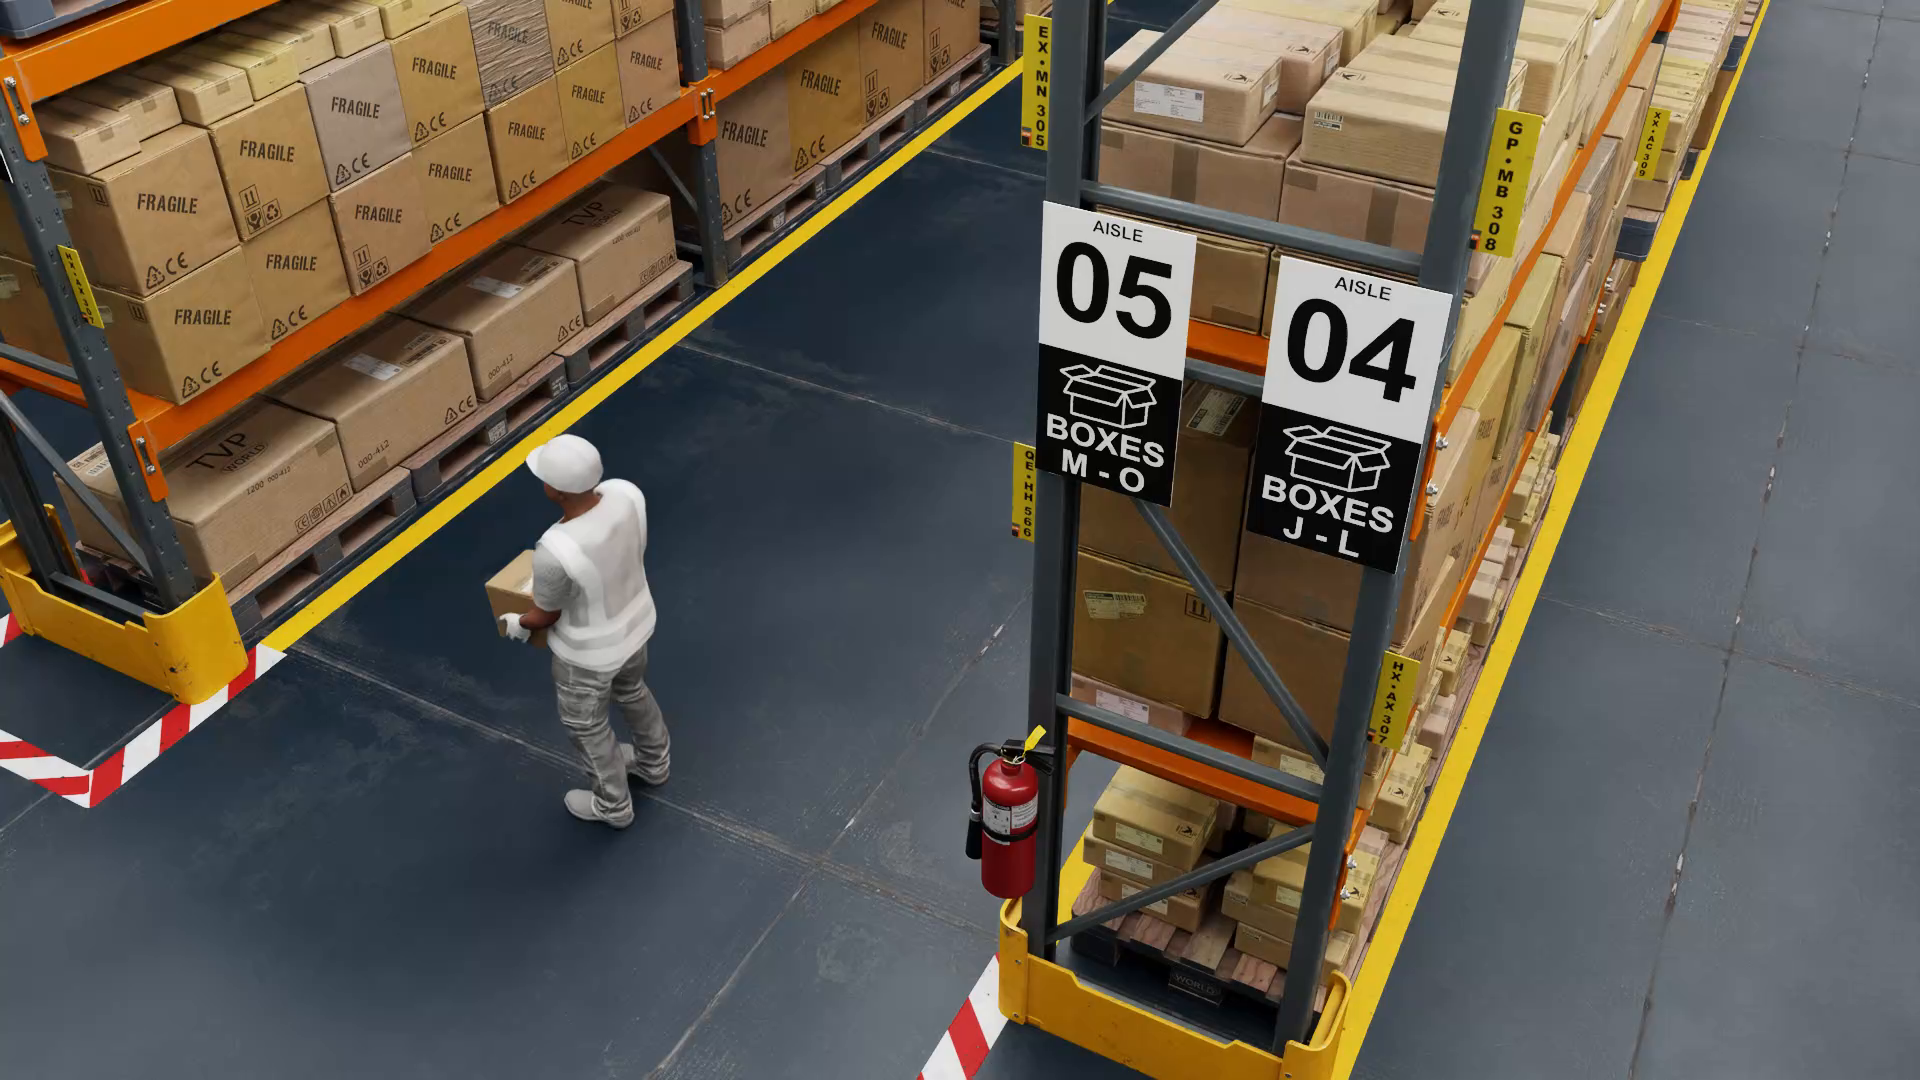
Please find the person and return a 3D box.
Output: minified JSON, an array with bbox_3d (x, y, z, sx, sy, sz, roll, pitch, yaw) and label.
[{"bbox_3d":[-1.432,0.331,6.300,0.531,1.789,0.537,17,41,21],"label":"person"}]
